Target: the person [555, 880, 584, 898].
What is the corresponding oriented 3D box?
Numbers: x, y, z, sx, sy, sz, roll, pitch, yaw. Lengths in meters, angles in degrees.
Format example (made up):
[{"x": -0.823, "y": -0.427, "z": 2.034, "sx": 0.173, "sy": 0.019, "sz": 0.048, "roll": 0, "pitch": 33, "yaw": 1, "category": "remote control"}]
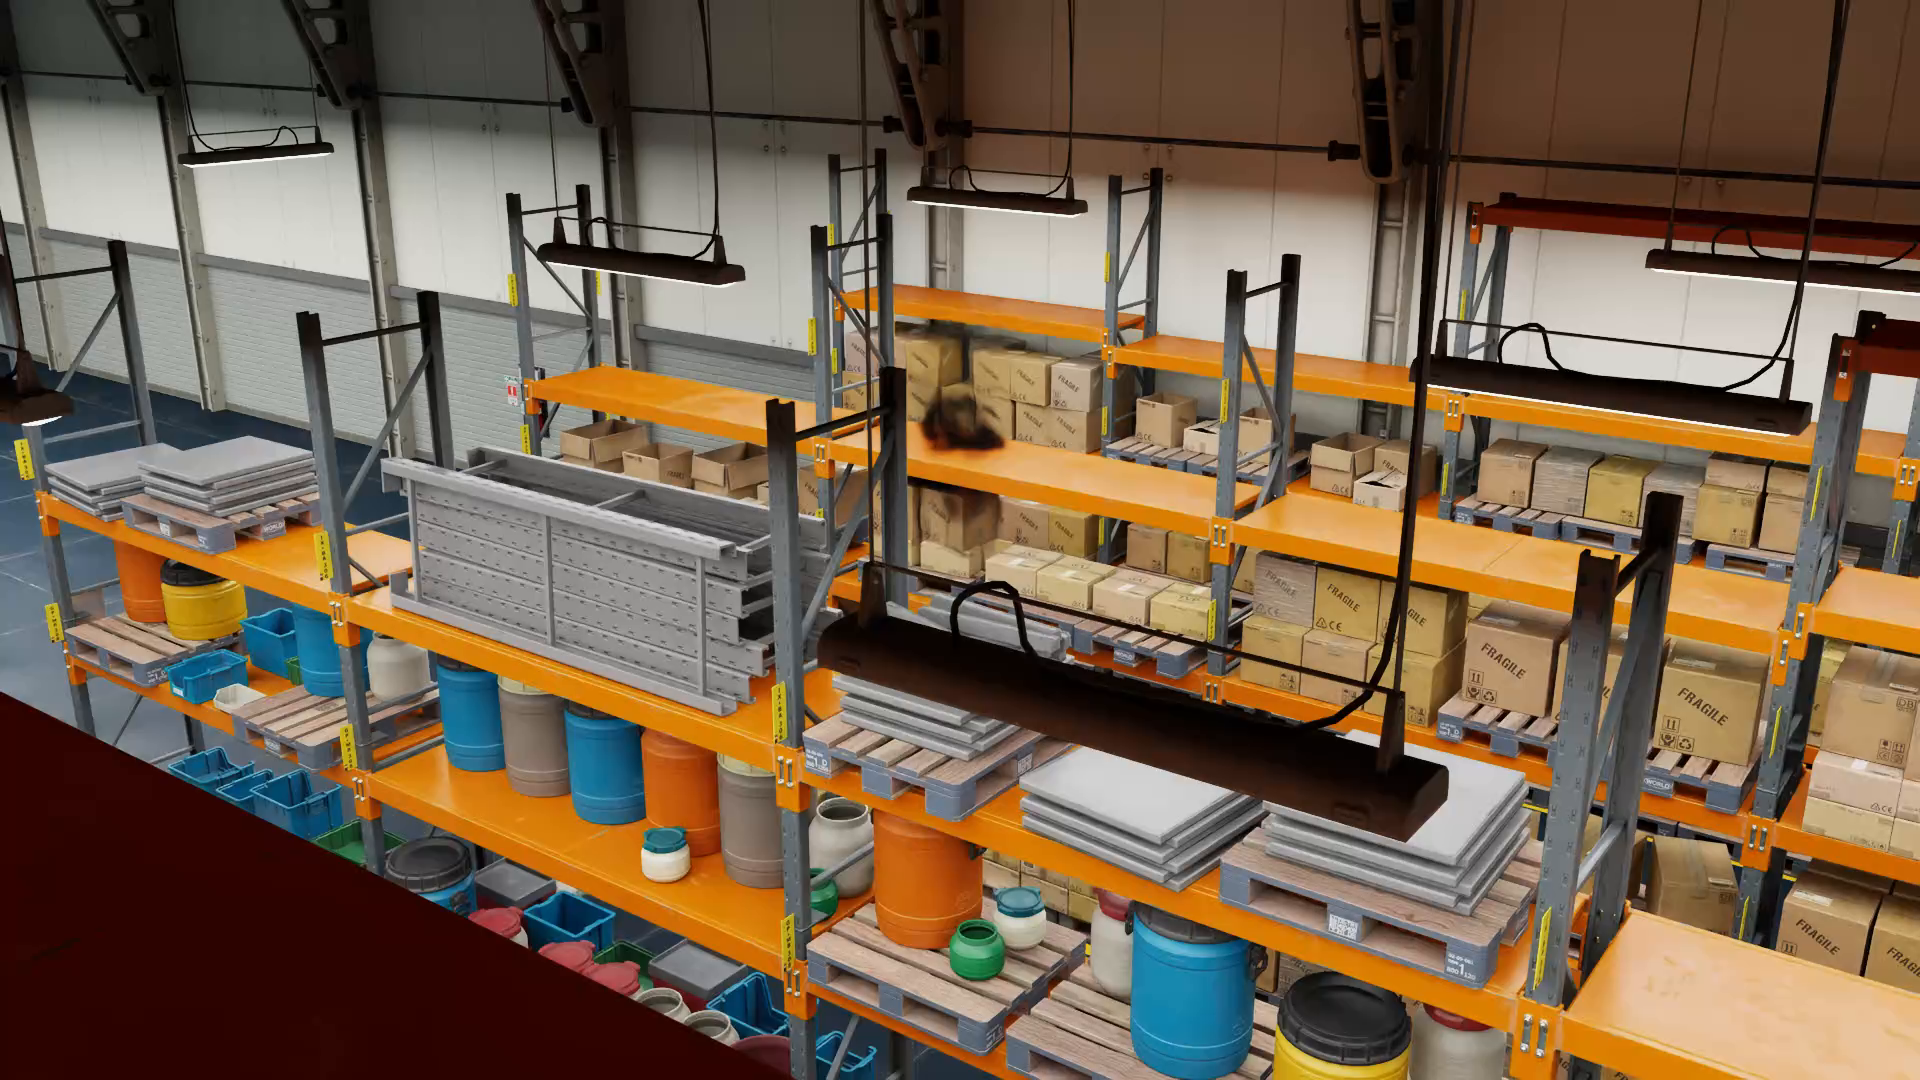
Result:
[{"x": -3.250, "y": 2.837, "z": 13.759, "sx": 0.905, "sy": 1.779, "sz": 0.682, "roll": 14, "pitch": 23, "yaw": 36, "category": "person"}]
